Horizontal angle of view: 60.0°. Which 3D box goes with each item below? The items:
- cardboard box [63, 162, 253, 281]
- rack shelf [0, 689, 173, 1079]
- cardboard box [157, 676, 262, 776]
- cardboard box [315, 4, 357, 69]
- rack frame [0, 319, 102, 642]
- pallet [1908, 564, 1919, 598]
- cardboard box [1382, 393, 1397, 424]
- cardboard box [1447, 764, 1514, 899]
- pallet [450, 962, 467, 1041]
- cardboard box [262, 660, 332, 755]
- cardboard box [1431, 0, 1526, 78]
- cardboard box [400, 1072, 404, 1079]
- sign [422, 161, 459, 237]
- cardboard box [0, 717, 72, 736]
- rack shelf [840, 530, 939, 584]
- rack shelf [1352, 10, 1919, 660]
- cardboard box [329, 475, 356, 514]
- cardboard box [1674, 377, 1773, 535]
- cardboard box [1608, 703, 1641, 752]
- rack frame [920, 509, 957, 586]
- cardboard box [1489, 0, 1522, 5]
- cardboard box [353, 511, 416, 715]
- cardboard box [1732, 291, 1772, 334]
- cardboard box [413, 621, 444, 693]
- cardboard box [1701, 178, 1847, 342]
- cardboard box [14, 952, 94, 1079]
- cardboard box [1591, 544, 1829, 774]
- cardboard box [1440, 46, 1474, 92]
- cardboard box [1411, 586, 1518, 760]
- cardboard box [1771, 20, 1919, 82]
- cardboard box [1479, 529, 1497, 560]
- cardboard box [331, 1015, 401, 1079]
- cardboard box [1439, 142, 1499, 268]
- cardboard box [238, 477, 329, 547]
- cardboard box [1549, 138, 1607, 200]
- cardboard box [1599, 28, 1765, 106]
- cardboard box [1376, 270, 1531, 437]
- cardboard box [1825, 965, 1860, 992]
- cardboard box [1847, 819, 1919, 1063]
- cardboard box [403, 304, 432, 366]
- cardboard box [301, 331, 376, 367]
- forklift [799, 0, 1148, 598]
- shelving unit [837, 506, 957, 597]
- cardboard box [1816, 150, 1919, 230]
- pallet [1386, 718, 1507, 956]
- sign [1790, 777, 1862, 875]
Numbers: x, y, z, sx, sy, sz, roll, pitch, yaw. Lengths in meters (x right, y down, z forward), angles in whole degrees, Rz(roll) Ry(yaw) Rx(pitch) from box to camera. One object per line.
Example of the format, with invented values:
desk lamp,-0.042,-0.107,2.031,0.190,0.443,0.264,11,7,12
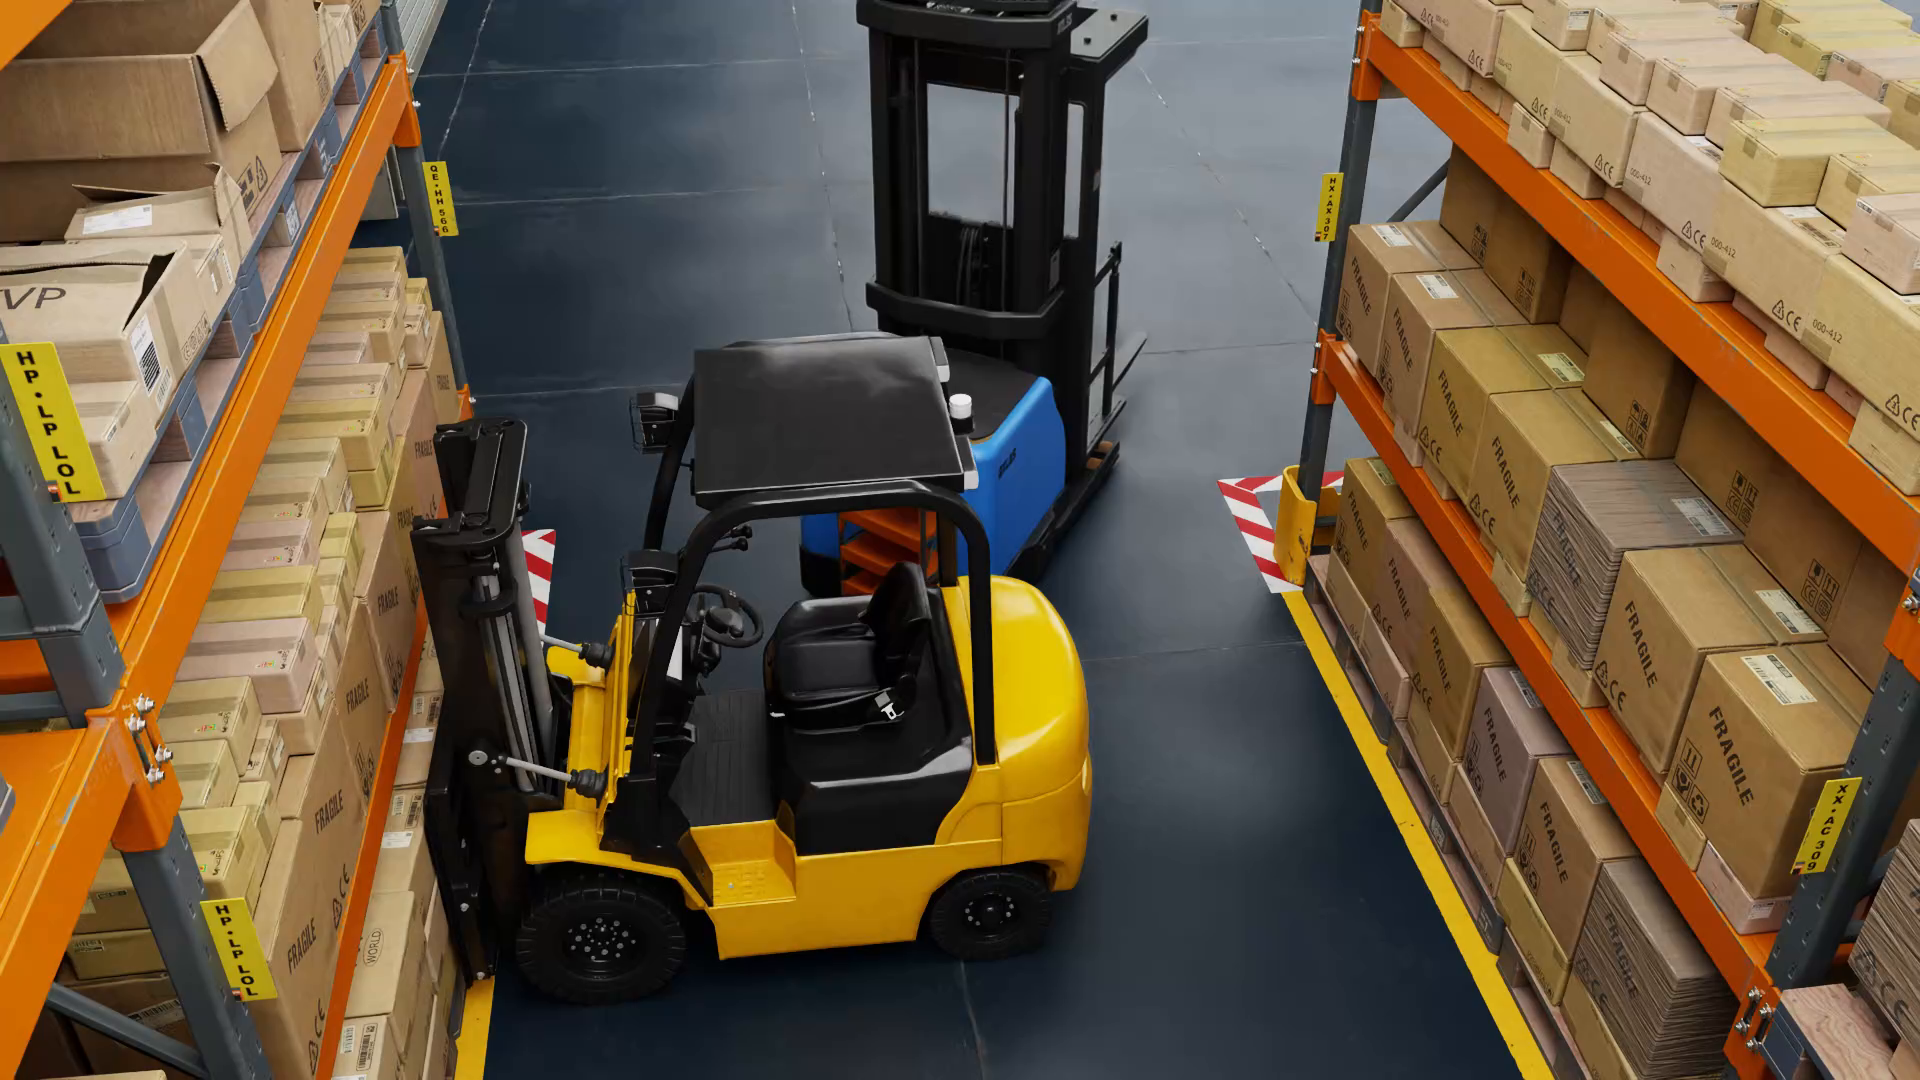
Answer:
cardboard box,-2.068,-0.827,4.295,0.396,0.266,0.258,-5,35,-8
rack shelf,-1.901,1.596,1.719,1.077,0.370,4.000,-4,35,-6
cardboard box,-2.086,0.509,4.410,0.380,0.149,0.250,-5,35,-7
cardboard box,-2.295,-1.721,5.709,0.380,0.149,0.250,-5,35,-8
rack frame,-2.170,-1.056,2.309,1.000,3.000,0.127,-4,35,-6
pallet,2.726,0.235,3.244,1.213,0.211,1.003,-4,35,-6
cardboard box,2.054,-0.585,7.167,0.380,0.149,0.250,-5,35,-8
cardboard box,2.257,1.117,6.516,0.500,0.250,0.500,-4,34,-6
pallet,-2.402,1.446,6.441,1.003,0.211,1.213,-4,35,-6
cardboard box,-2.011,0.484,4.711,0.380,0.149,0.250,-4,34,-5
cardboard box,2.072,-1.906,6.088,0.500,0.250,0.500,-5,35,-7
cardboard box,-1.929,1.885,4.945,0.500,0.250,0.500,-5,35,-7
sign,-2.168,-1.419,6.930,0.100,0.325,0.005,-4,35,-6
cardboard box,-2.554,0.545,4.358,0.380,0.149,0.250,-5,35,-7
rack shelf,-0.286,0.112,7.640,0.480,0.148,0.258,24,41,30
rack shelf,2.479,-1.014,5.549,1.077,0.370,4.000,-4,35,-6
cardboard box,-2.242,-0.087,5.549,0.380,0.149,0.250,-5,35,-7
cardboard box,2.816,-0.364,5.379,0.700,0.500,0.500,-5,35,-7
cardboard box,2.385,0.562,5.485,0.380,0.149,0.250,-5,35,-7
rack frame,-0.094,0.140,7.479,0.015,1.200,0.240,24,41,30
cardboard box,2.038,-2.010,5.887,0.380,0.149,0.250,-4,35,-7
cardboard box,-2.173,0.260,5.617,0.500,0.500,0.500,-4,34,-6
cardboard box,2.411,-0.678,4.640,0.380,0.149,0.250,-5,35,-8
cardboard box,-2.184,0.539,6.477,0.500,0.250,0.500,-4,34,-6
cardboard box,2.353,-0.764,4.413,0.500,0.250,0.500,-5,35,-7
cardboard box,-2.498,1.151,4.309,0.500,0.500,0.500,-5,35,-7
cardboard box,2.366,0.364,5.199,0.500,0.500,0.500,-3,34,-5
cardboard box,2.059,-1.823,6.322,0.380,0.149,0.250,-3,34,-5
cardboard box,2.183,0.522,6.724,0.500,0.500,0.500,-4,34,-5
cardboard box,2.739,-1.482,5.113,0.380,0.149,0.250,-4,34,-5
cardboard box,2.212,-0.005,6.317,0.380,0.149,0.250,-5,35,-8
cardboard box,-1.924,1.678,4.804,0.500,0.250,0.500,-5,35,-7
cardboard box,2.496,-1.496,7.041,0.700,0.500,0.500,-5,35,-8
cardboard box,-2.221,-0.061,5.247,0.380,0.149,0.250,-4,35,-6
cardboard box,2.187,-1.249,5.478,0.380,0.149,0.250,-5,35,-8
cardboard box,2.186,-1.439,5.049,0.380,0.149,0.250,-4,34,-6
cardboard box,2.072,-0.778,6.875,0.500,0.500,0.500,-3,34,-5
cardboard box,2.937,1.348,5.512,0.500,0.500,0.500,-3,34,-4
cardboard box,2.527,0.990,3.908,0.500,0.500,0.500,-4,34,-5
cardboard box,-2.320,-0.806,6.605,0.380,0.149,0.250,-4,34,-6
cardboard box,-2.365,-0.634,6.088,0.380,0.149,0.250,-4,34,-6
forklift,0.248,-1.584,8.472,1.130,2.935,3.031,13,37,19
shelving unit,-0.286,0.056,7.602,0.503,1.200,0.258,24,41,30
cardboard box,2.432,-0.872,4.218,0.380,0.149,0.250,-4,34,-5
pallet,2.456,1.142,6.886,1.003,0.211,1.213,-4,35,-6
sign,2.212,0.732,4.243,0.100,0.325,0.005,-4,35,-6
